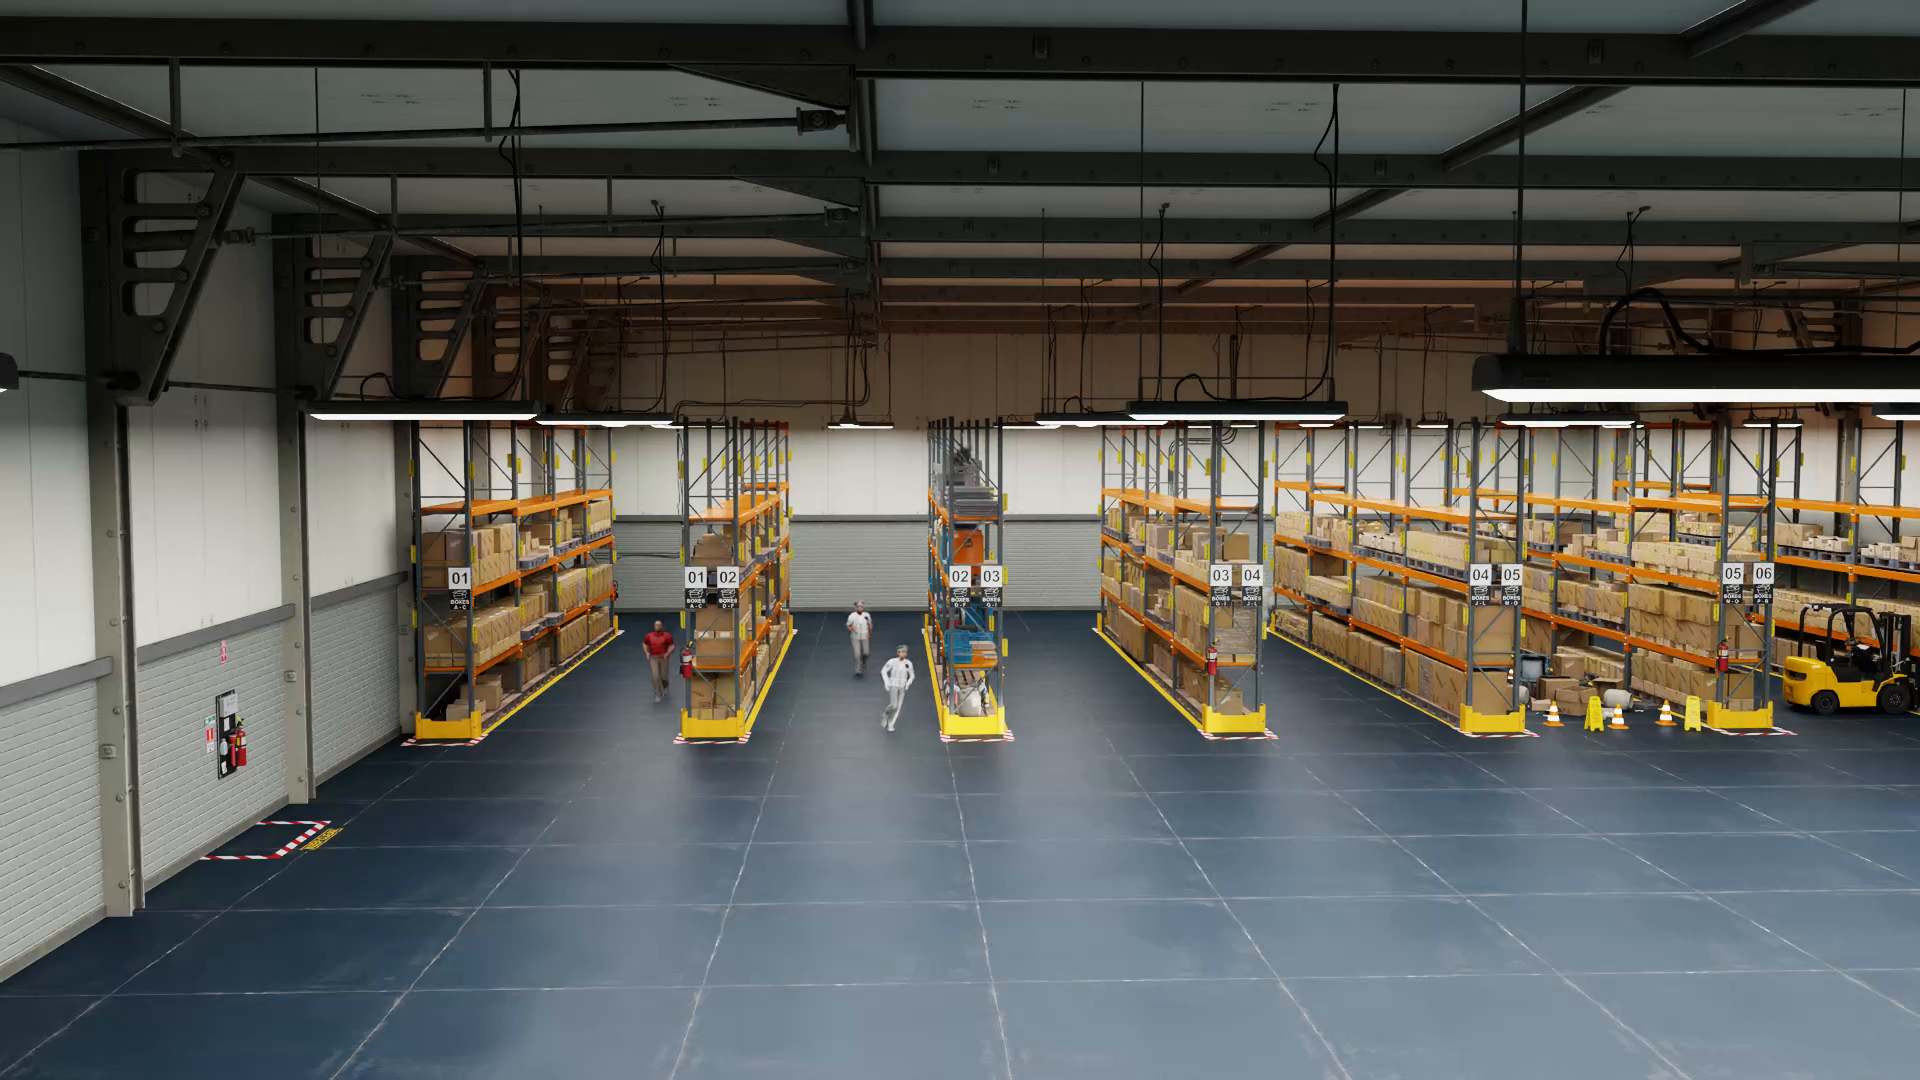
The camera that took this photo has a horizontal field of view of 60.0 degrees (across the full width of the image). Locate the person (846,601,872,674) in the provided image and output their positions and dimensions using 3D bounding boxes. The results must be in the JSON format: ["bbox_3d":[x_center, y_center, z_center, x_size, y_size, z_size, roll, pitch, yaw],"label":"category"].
[{"bbox_3d":[-2.338,2.297,39.109,0.633,1.746,0.612,-1,4,-14],"label":"person"}]

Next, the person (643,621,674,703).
[{"bbox_3d":[-6.428,2.568,35.432,0.672,1.712,0.688,0,4,-6],"label":"person"}]

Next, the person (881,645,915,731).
[{"bbox_3d":[-1.168,2.825,31.852,0.643,1.637,0.502,-1,4,-19],"label":"person"}]

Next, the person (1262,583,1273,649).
[{"bbox_3d":[7.961,1.971,44.082,0.747,1.817,0.924,0,4,-1],"label":"person"}]
